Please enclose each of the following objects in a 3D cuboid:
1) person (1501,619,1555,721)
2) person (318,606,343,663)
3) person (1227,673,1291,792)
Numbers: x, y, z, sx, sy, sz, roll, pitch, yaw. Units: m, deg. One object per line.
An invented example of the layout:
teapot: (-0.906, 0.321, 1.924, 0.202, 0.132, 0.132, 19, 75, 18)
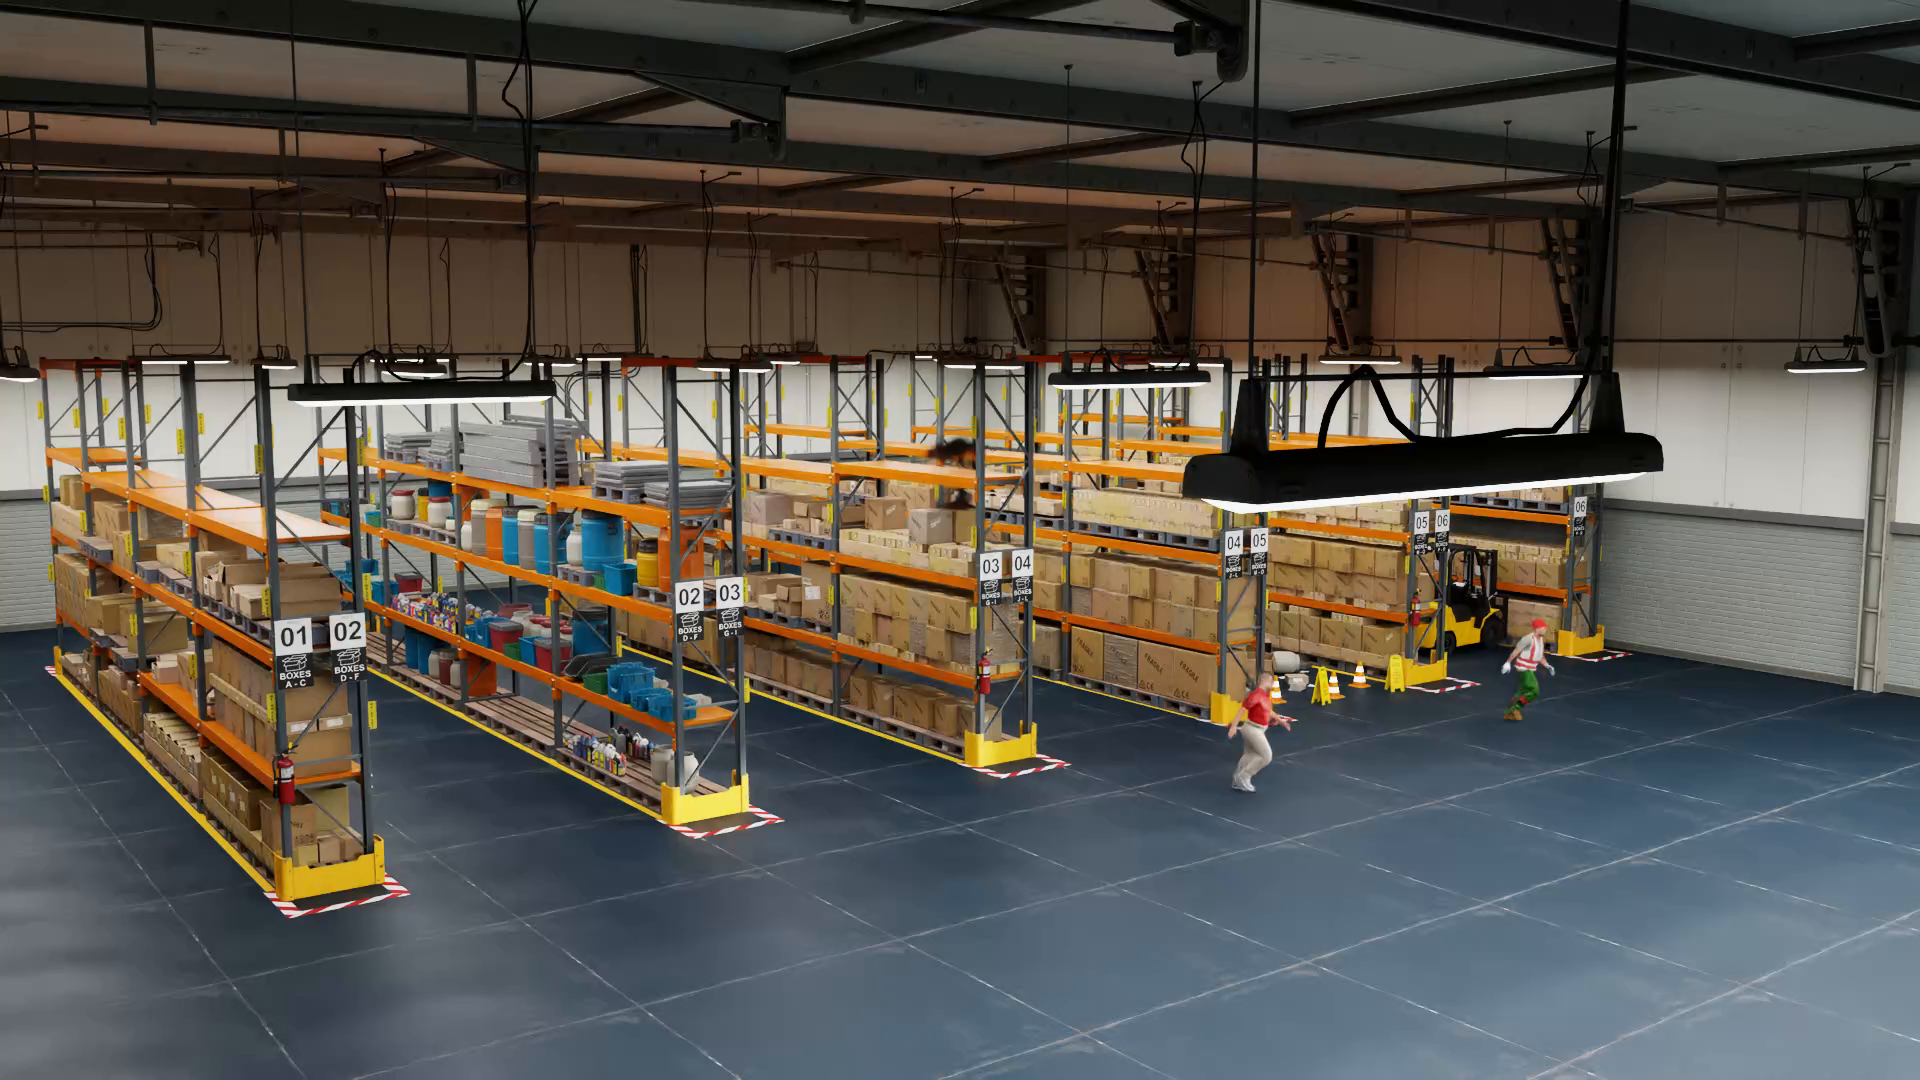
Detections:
person: (9.442, 2.156, 27.593, 0.753, 1.723, 0.610, 5, 9, 38)
person: (-11.944, 1.748, 31.310, 0.712, 1.682, 0.693, 6, 9, 40)
person: (4.220, 2.700, 23.343, 0.791, 1.689, 0.653, 2, 7, 19)
